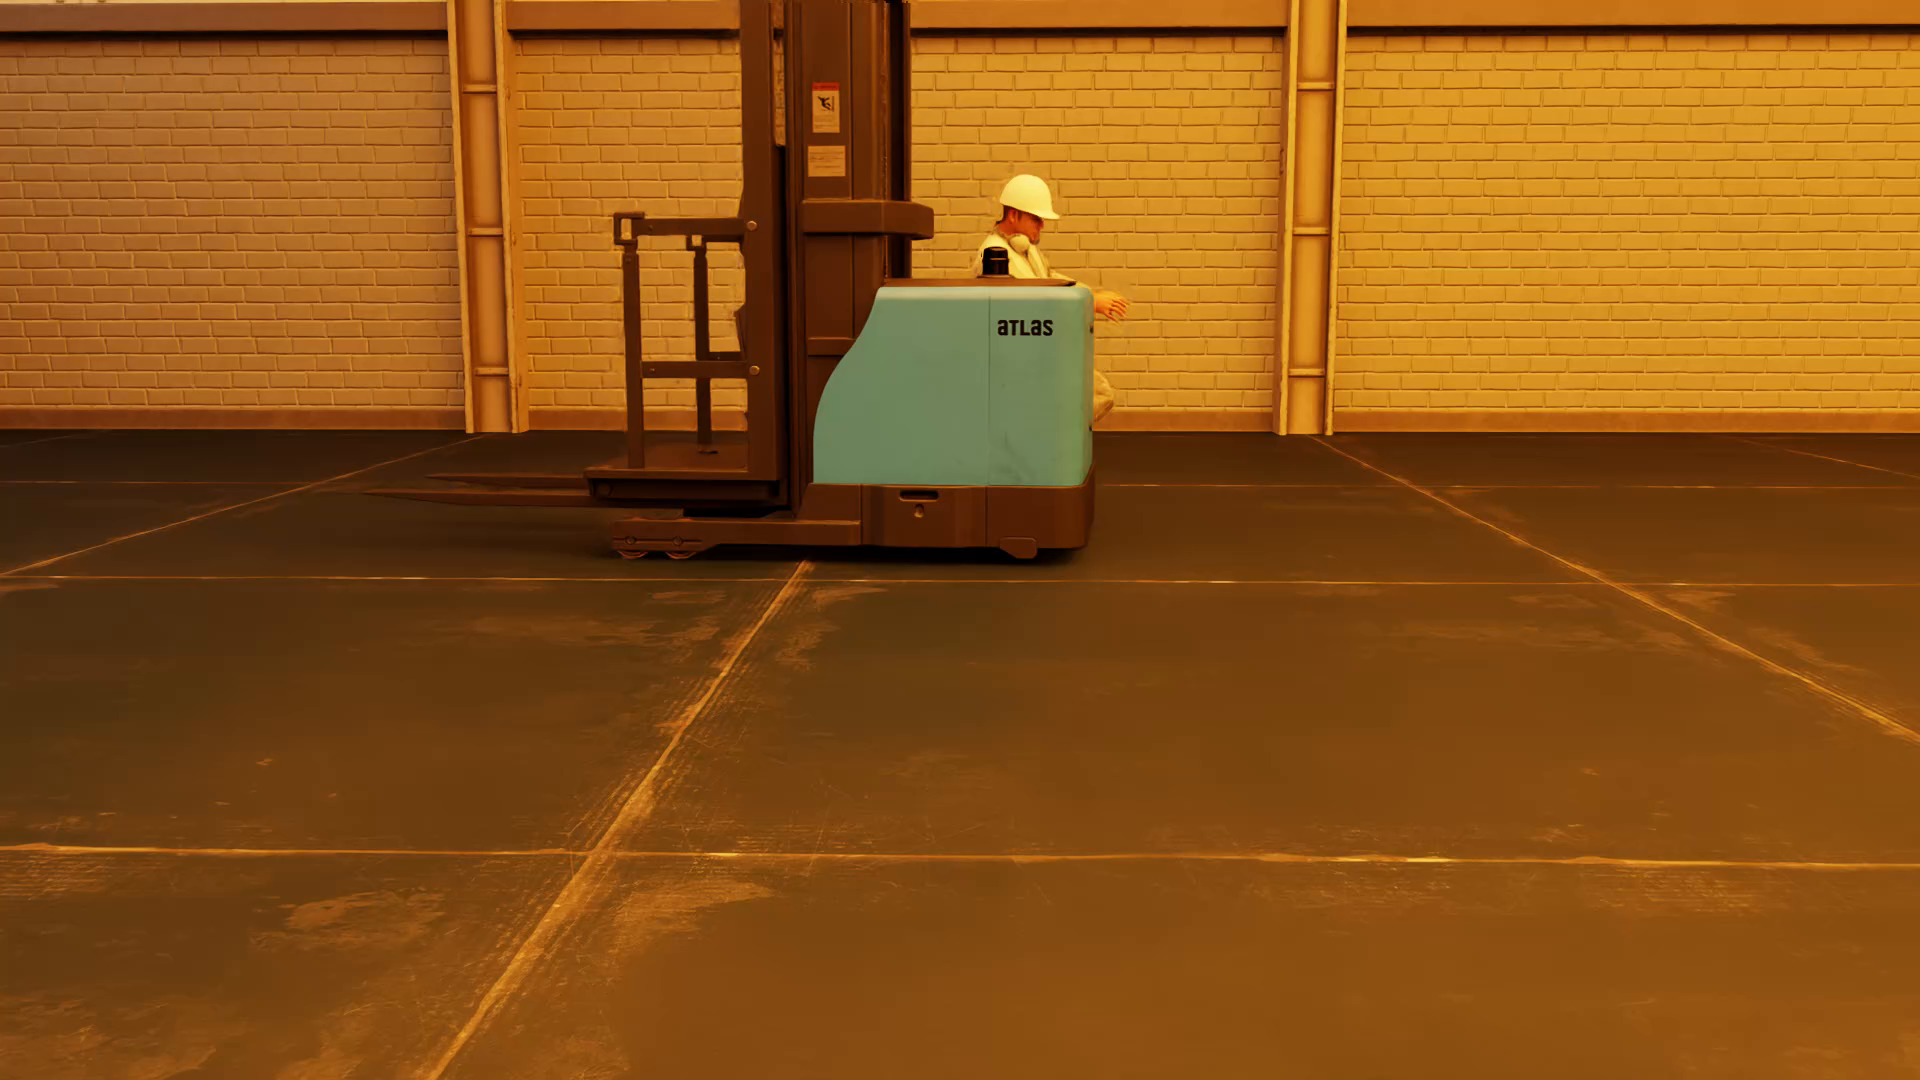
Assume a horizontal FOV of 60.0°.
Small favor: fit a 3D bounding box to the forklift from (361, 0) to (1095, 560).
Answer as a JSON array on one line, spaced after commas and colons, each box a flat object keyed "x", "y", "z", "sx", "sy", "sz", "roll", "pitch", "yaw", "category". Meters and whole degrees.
[{"x": -0.962, "y": -1.448, "z": 6.900, "sx": 3.031, "sy": 2.935, "sz": 1.130, "roll": 1, "pitch": 9, "yaw": 7, "category": "forklift"}]

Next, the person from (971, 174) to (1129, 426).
[{"x": 0.424, "y": -0.921, "z": 7.691, "sx": 0.788, "sy": 1.507, "sz": 0.906, "roll": 3, "pitch": 9, "yaw": 21, "category": "person"}]
